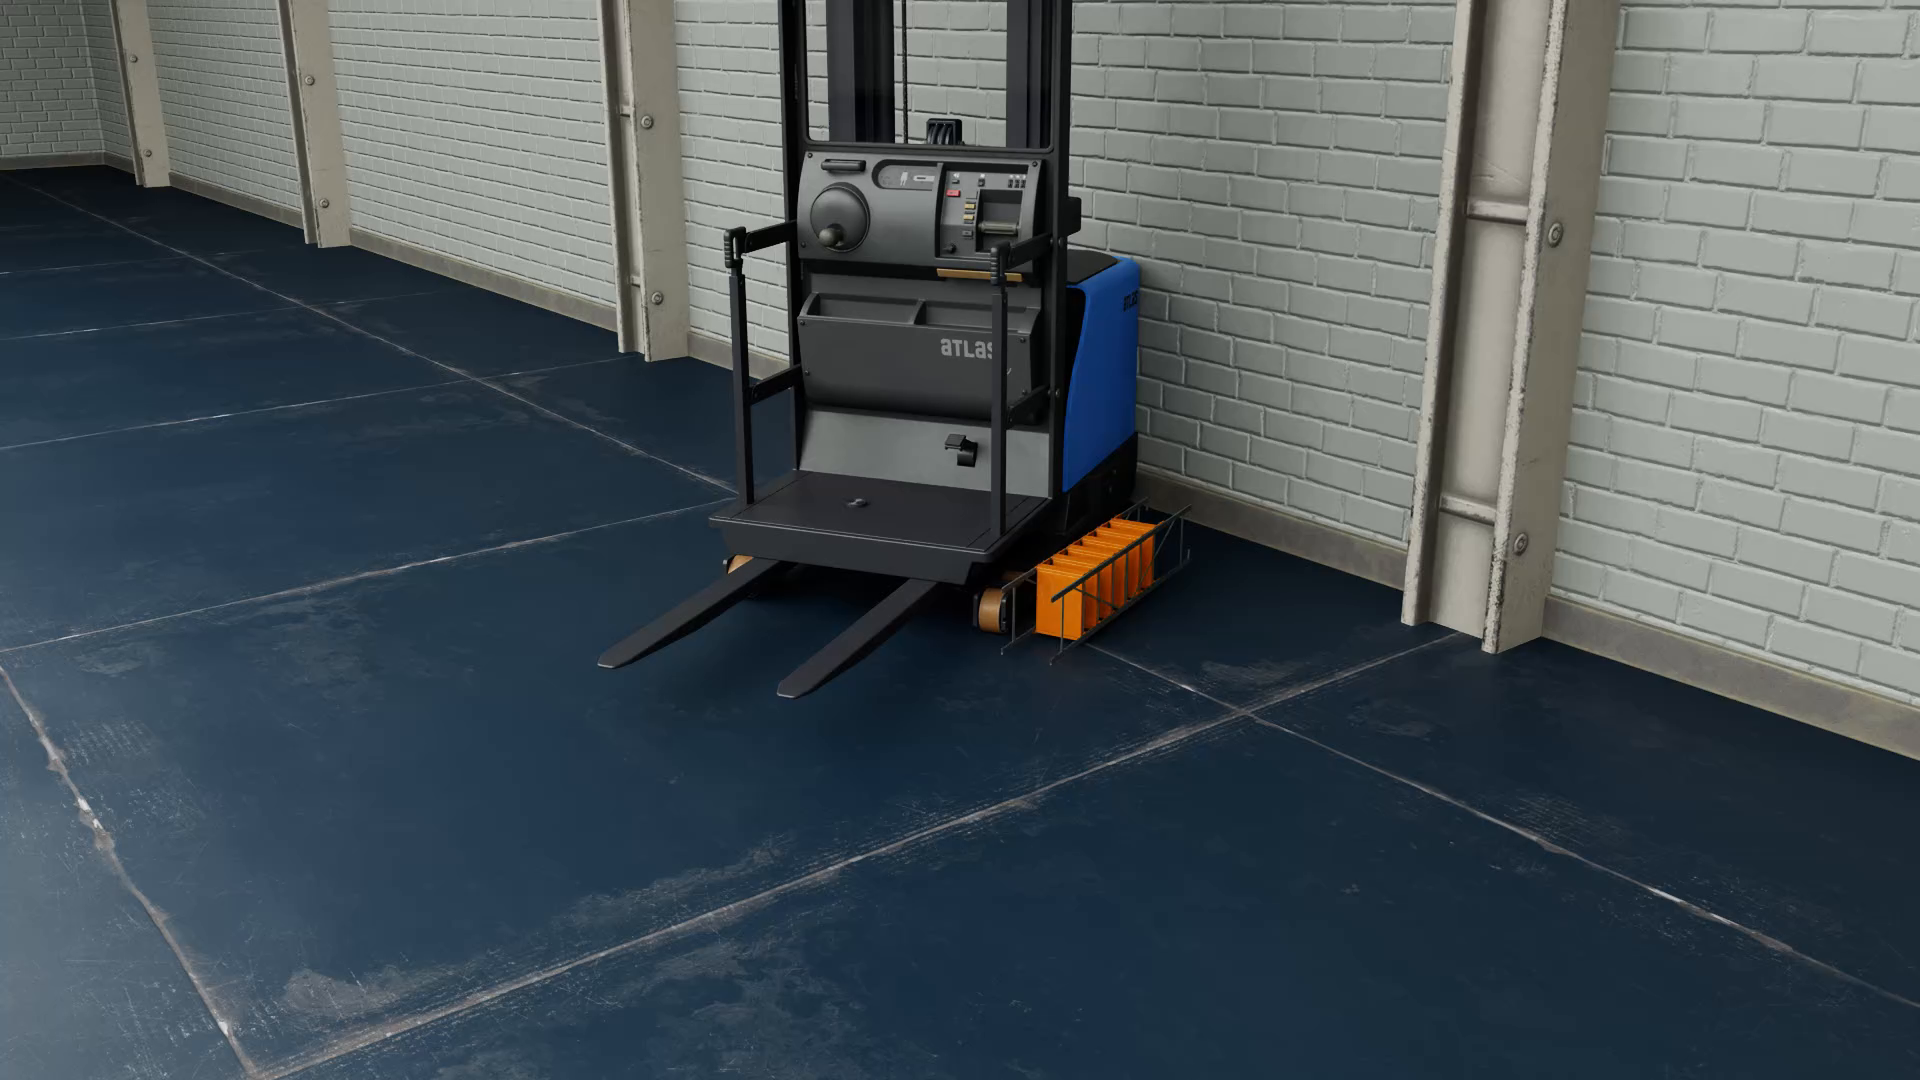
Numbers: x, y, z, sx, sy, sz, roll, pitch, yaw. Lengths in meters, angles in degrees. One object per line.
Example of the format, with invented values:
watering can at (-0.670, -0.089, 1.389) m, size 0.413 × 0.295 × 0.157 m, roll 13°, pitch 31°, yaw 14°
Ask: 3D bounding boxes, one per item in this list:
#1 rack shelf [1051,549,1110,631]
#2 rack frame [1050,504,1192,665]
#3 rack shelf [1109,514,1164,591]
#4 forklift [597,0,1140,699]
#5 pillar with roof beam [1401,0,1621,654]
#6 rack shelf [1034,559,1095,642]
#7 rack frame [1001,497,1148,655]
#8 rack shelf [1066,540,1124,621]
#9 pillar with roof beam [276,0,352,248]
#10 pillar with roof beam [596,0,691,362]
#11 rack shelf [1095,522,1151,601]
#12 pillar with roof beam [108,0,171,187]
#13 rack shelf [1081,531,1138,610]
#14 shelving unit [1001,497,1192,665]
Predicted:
rack shelf at (0.422, 0.177, 5.861) m, size 0.180 × 0.258 × 0.103 m, roll 10°, pitch 21°, yaw 28°
rack frame at (0.598, 0.137, 5.979) m, size 0.006 × 0.240 × 1.200 m, roll 10°, pitch 21°, yaw 28°
rack shelf at (0.660, 0.046, 6.257) m, size 0.180 × 0.258 × 0.103 m, roll 10°, pitch 21°, yaw 28°
forklift at (-0.231, -1.207, 5.845) m, size 1.130 × 2.935 × 3.031 m, roll 7°, pitch 20°, yaw 20°
pillar with roof beam at (-1.550, -3.120, 1.969) m, size 9.100 × 9.000 × 0.400 m, roll -14°, pitch 23°, yaw -36°
rack shelf at (0.362, 0.209, 5.762) m, size 0.180 × 0.258 × 0.103 m, roll 10°, pitch 21°, yaw 28°
rack frame at (0.439, 0.109, 6.065) m, size 0.006 × 0.240 × 1.200 m, roll 10°, pitch 21°, yaw 28°
rack shelf at (0.481, 0.144, 5.960) m, size 0.180 × 0.258 × 0.103 m, roll 10°, pitch 21°, yaw 28°
pillar with roof beam at (-9.001, -6.077, 10.899) m, size 9.100 × 9.000 × 0.400 m, roll -14°, pitch 23°, yaw -36°
pillar with roof beam at (-5.275, -4.598, 6.434) m, size 9.100 × 9.000 × 0.400 m, roll -14°, pitch 23°, yaw -36°
rack shelf at (0.600, 0.078, 6.158) m, size 0.180 × 0.258 × 0.103 m, roll 10°, pitch 21°, yaw 28°
pillar with roof beam at (-12.726, -7.555, 15.364) m, size 9.100 × 9.000 × 0.400 m, roll -14°, pitch 23°, yaw -36°
rack shelf at (0.541, 0.111, 6.059) m, size 0.180 × 0.258 × 0.103 m, roll 10°, pitch 21°, yaw 28°
shelving unit at (0.519, 0.123, 6.022) m, size 0.189 × 0.258 × 1.200 m, roll 10°, pitch 21°, yaw 28°
